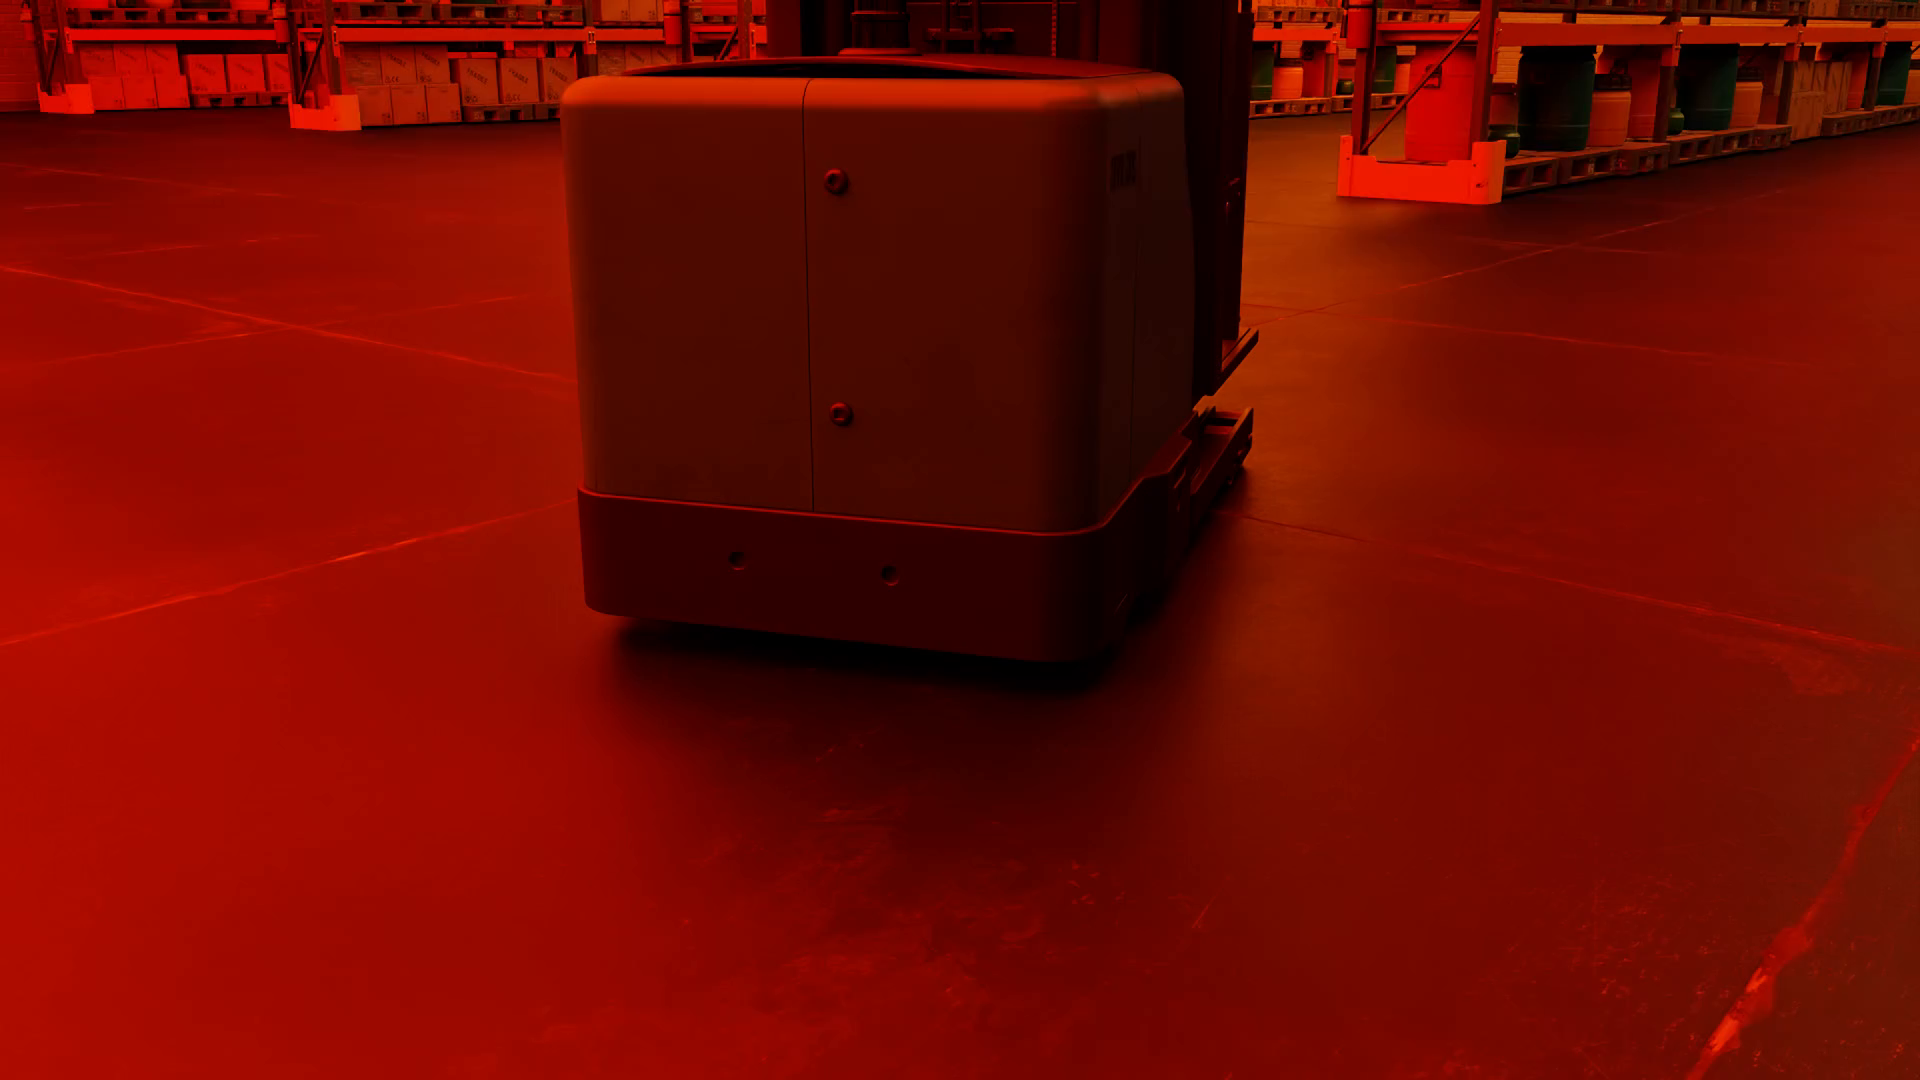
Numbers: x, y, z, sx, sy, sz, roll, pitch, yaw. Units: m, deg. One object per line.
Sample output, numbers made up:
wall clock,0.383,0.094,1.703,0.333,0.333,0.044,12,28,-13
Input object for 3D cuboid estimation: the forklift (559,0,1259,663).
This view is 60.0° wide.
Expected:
forklift,0.182,-1.571,4.072,1.130,2.935,3.031,5,18,17
